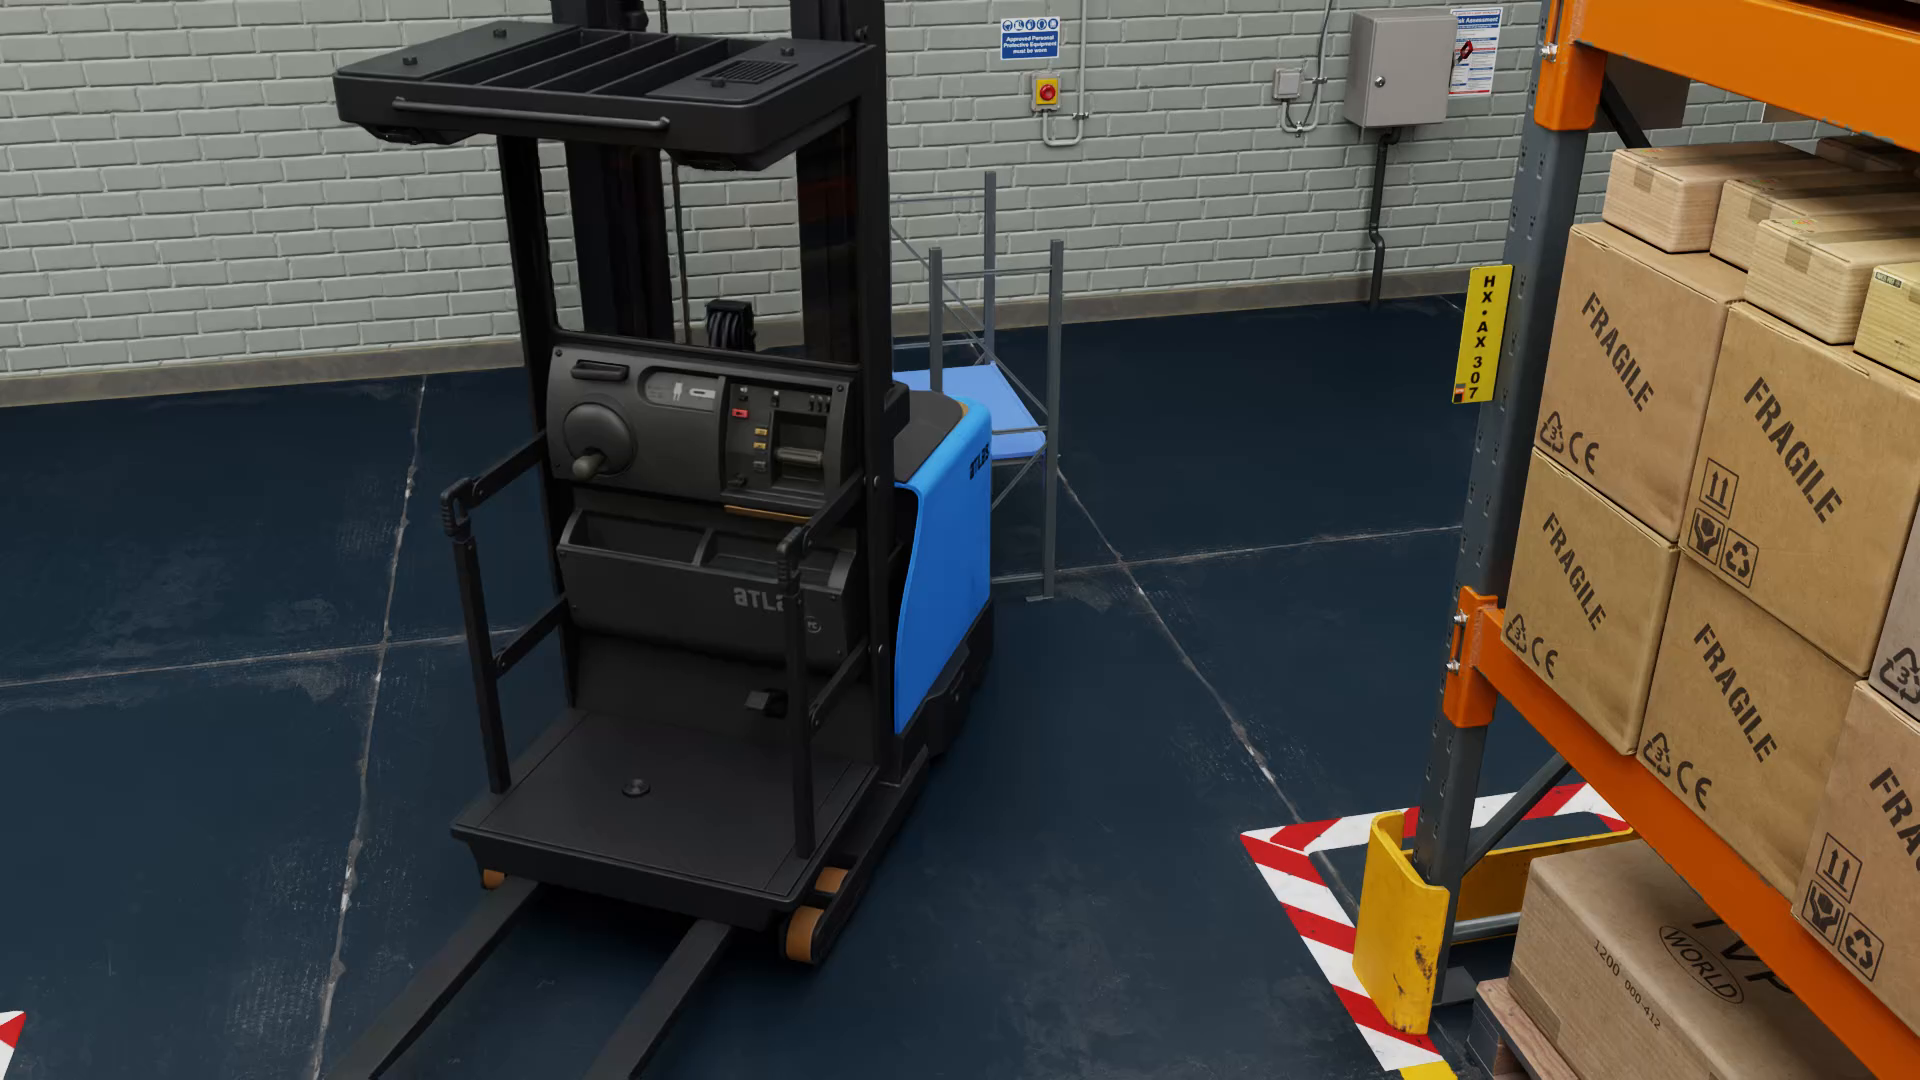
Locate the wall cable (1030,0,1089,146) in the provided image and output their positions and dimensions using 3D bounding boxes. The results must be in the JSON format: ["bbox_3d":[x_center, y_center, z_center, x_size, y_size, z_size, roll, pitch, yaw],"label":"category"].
[{"bbox_3d":[0.441,-3.040,8.781,0.585,1.953,0.123,-6,27,-12],"label":"wall cable"}]

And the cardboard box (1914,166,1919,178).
[{"bbox_3d":[2.091,-0.634,3.236,0.380,0.149,0.250,-5,27,-11],"label":"cardboard box"}]

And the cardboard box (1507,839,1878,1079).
[{"bbox_3d":[1.980,1.137,4.047,0.875,0.438,0.875,-7,28,-13],"label":"cardboard box"}]

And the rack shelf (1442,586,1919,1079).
[{"bbox_3d":[2.185,1.100,2.540,1.077,0.370,4.000,-6,27,-12],"label":"rack shelf"}]

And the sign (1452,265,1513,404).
[{"bbox_3d":[1.192,-0.467,3.798,0.100,0.325,0.005,-6,27,-12],"label":"sign"}]

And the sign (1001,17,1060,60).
[{"bbox_3d":[0.380,-2.715,9.000,0.327,0.218,0.001,-6,27,-12],"label":"sign"}]

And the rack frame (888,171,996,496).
[{"bbox_3d":[-0.095,-0.855,7.280,0.500,1.500,0.032,-6,27,-12],"label":"rack frame"}]

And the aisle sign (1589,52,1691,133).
[{"bbox_3d":[1.435,-1.262,3.536,0.394,0.787,0.004,-6,27,-12],"label":"aisle sign"}]

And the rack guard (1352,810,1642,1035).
[{"bbox_3d":[1.729,1.006,4.702,1.175,0.500,0.348,-6,27,-12],"label":"rack guard"}]

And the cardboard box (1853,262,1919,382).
[{"bbox_3d":[1.697,-0.349,2.671,0.380,0.149,0.250,-7,28,-13],"label":"cardboard box"}]

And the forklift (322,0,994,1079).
[{"bbox_3d":[-0.821,-0.286,4.563,1.130,2.935,3.031,8,28,16],"label":"forklift"}]

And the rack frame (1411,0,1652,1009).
[{"bbox_3d":[1.734,-0.099,4.118,1.000,3.000,0.127,-6,27,-12],"label":"rack frame"}]

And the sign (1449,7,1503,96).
[{"bbox_3d":[2.955,-2.820,9.614,0.329,0.494,0.001,-6,27,-12],"label":"sign"}]

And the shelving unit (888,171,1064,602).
[{"bbox_3d":[0.019,-0.632,6.838,0.538,1.500,1.048,-6,27,-12],"label":"shelving unit"}]

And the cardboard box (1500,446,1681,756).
[{"bbox_3d":[1.563,0.096,3.620,0.500,0.500,0.500,-6,27,-12],"label":"cardboard box"}]

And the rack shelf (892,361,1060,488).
[{"bbox_3d":[0.019,-0.472,6.919,0.538,0.185,1.000,-6,27,-12],"label":"rack shelf"}]

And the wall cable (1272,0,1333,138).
[{"bbox_3d":[1.820,-3.175,9.084,0.588,1.984,0.122,-6,27,-12],"label":"wall cable"}]

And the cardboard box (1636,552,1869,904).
[{"bbox_3d":[1.704,0.315,3.186,0.500,0.500,0.500,-6,27,-12],"label":"cardboard box"}]

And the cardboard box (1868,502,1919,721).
[{"bbox_3d":[1.812,0.101,2.501,0.500,0.500,0.500,-6,27,-12],"label":"cardboard box"}]

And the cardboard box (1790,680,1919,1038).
[{"bbox_3d":[1.801,0.540,2.740,0.500,0.500,0.500,-6,27,-12],"label":"cardboard box"}]

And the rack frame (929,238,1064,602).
[{"bbox_3d":[0.134,-0.409,6.396,0.500,1.500,0.032,-6,27,-12],"label":"rack frame"}]

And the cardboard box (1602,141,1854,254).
[{"bbox_3d":[1.544,-0.696,3.359,0.380,0.149,0.250,-5,27,-11],"label":"cardboard box"}]

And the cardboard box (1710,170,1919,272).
[{"bbox_3d":[1.673,-0.588,3.146,0.380,0.149,0.250,-5,27,-10],"label":"cardboard box"}]

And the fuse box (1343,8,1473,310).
[{"bbox_3d":[2.520,-2.146,9.603,0.539,1.711,0.414,-6,27,-12],"label":"fuse box"}]

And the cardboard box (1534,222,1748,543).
[{"bbox_3d":[1.565,-0.351,3.395,0.500,0.500,0.500,-7,28,-13],"label":"cardboard box"}]

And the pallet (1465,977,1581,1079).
[{"bbox_3d":[1.991,1.489,4.066,1.003,0.211,1.213,-6,27,-12],"label":"pallet"}]

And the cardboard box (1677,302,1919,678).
[{"bbox_3d":[1.688,-0.125,2.947,0.500,0.500,0.500,-7,28,-13],"label":"cardboard box"}]

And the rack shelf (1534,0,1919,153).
[{"bbox_3d":[2.185,-0.239,1.864,1.077,0.370,4.000,-6,27,-12],"label":"rack shelf"}]

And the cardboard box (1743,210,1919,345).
[{"bbox_3d":[1.620,-0.462,2.897,0.380,0.149,0.250,-5,27,-10],"label":"cardboard box"}]

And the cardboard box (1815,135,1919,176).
[{"bbox_3d":[2.010,-0.743,3.452,0.380,0.149,0.250,-6,27,-11],"label":"cardboard box"}]

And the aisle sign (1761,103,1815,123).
[{"bbox_3d":[2.020,-1.323,3.657,0.394,0.787,0.004,-6,27,-12],"label":"aisle sign"}]
